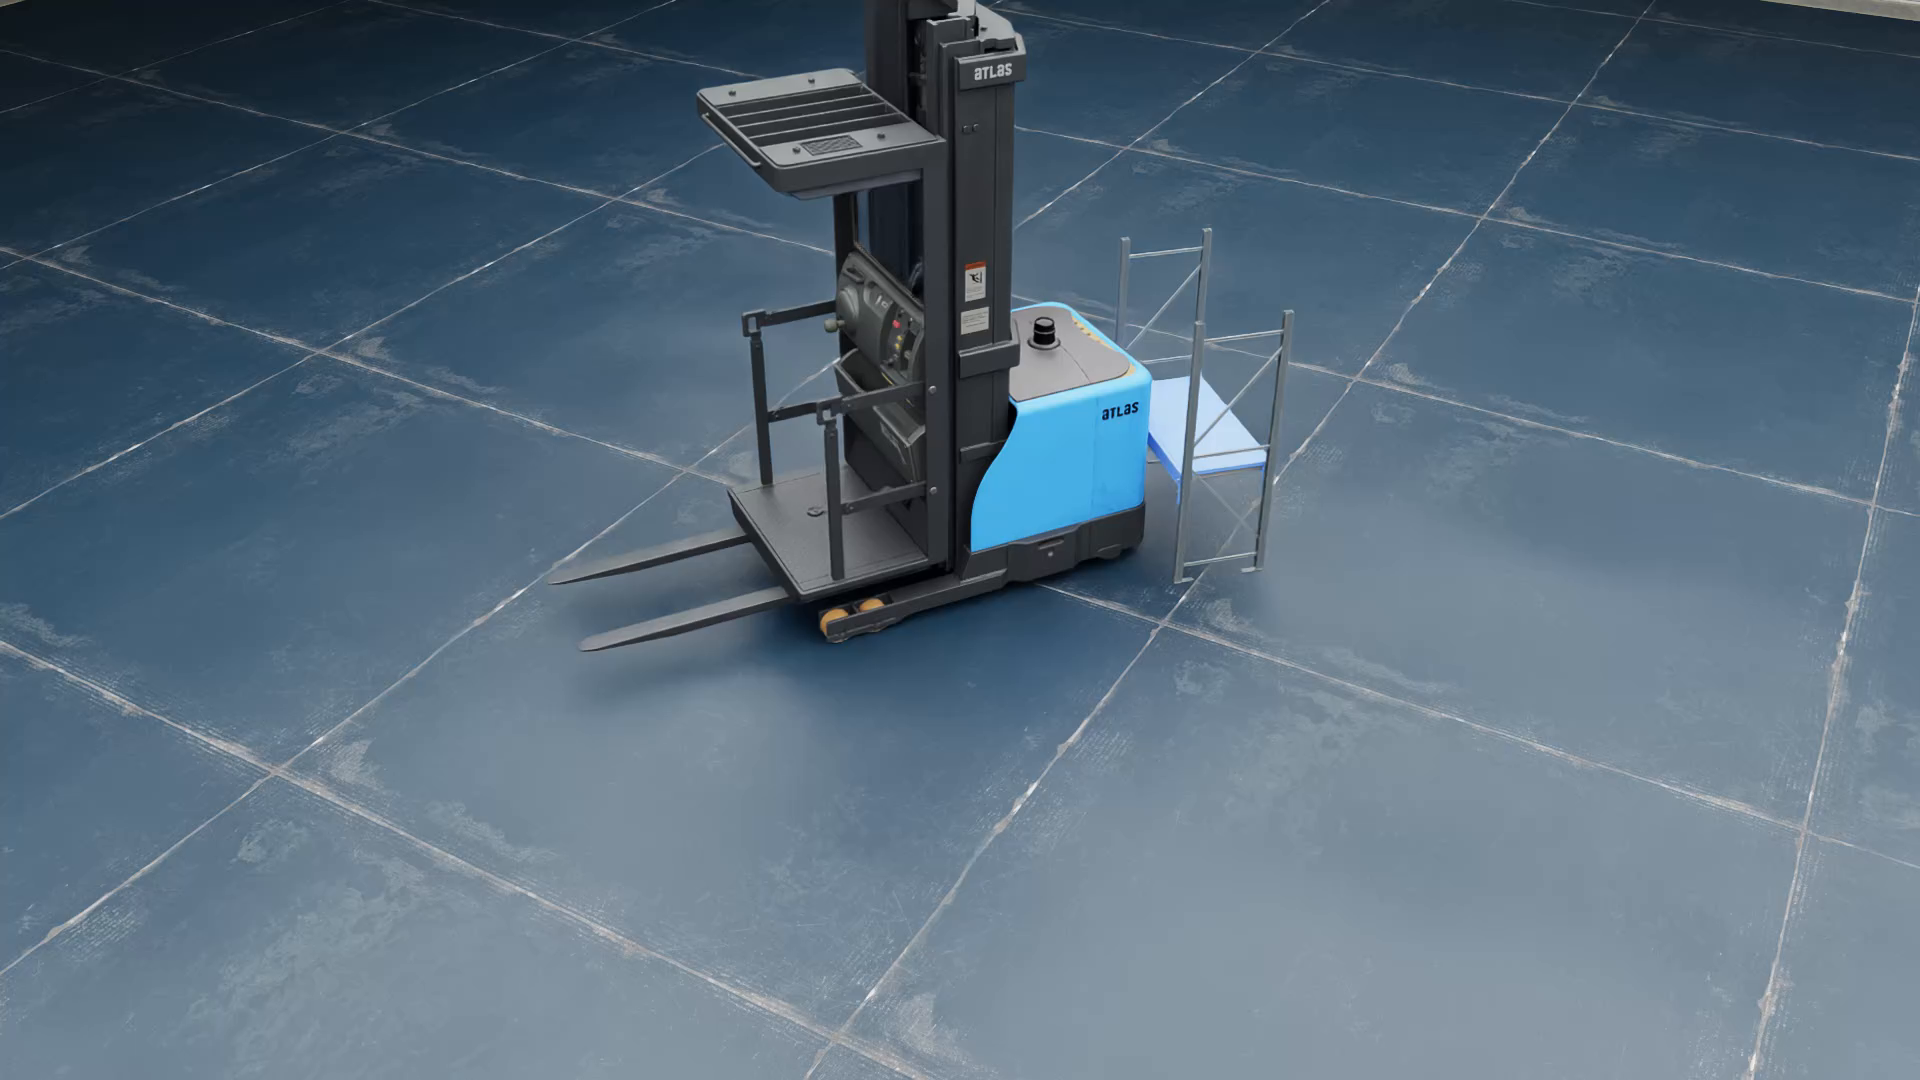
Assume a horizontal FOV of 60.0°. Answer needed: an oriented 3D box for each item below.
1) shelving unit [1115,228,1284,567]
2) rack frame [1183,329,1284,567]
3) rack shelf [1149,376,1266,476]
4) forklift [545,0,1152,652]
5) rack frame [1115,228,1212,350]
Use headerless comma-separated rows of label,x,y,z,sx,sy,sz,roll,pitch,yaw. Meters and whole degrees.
shelving unit,1.218,-0.711,8.735,0.500,1.500,1.039,-9,35,-13
rack frame,1.352,-0.436,8.323,0.475,1.308,0.013,-9,35,-13
rack shelf,1.219,-0.614,8.794,0.459,0.026,0.952,-9,35,-13
forklift,-0.573,-1.045,7.946,3.031,2.935,1.130,-15,37,-21
rack frame,1.085,-0.980,9.139,0.500,1.500,0.032,-9,35,-13
